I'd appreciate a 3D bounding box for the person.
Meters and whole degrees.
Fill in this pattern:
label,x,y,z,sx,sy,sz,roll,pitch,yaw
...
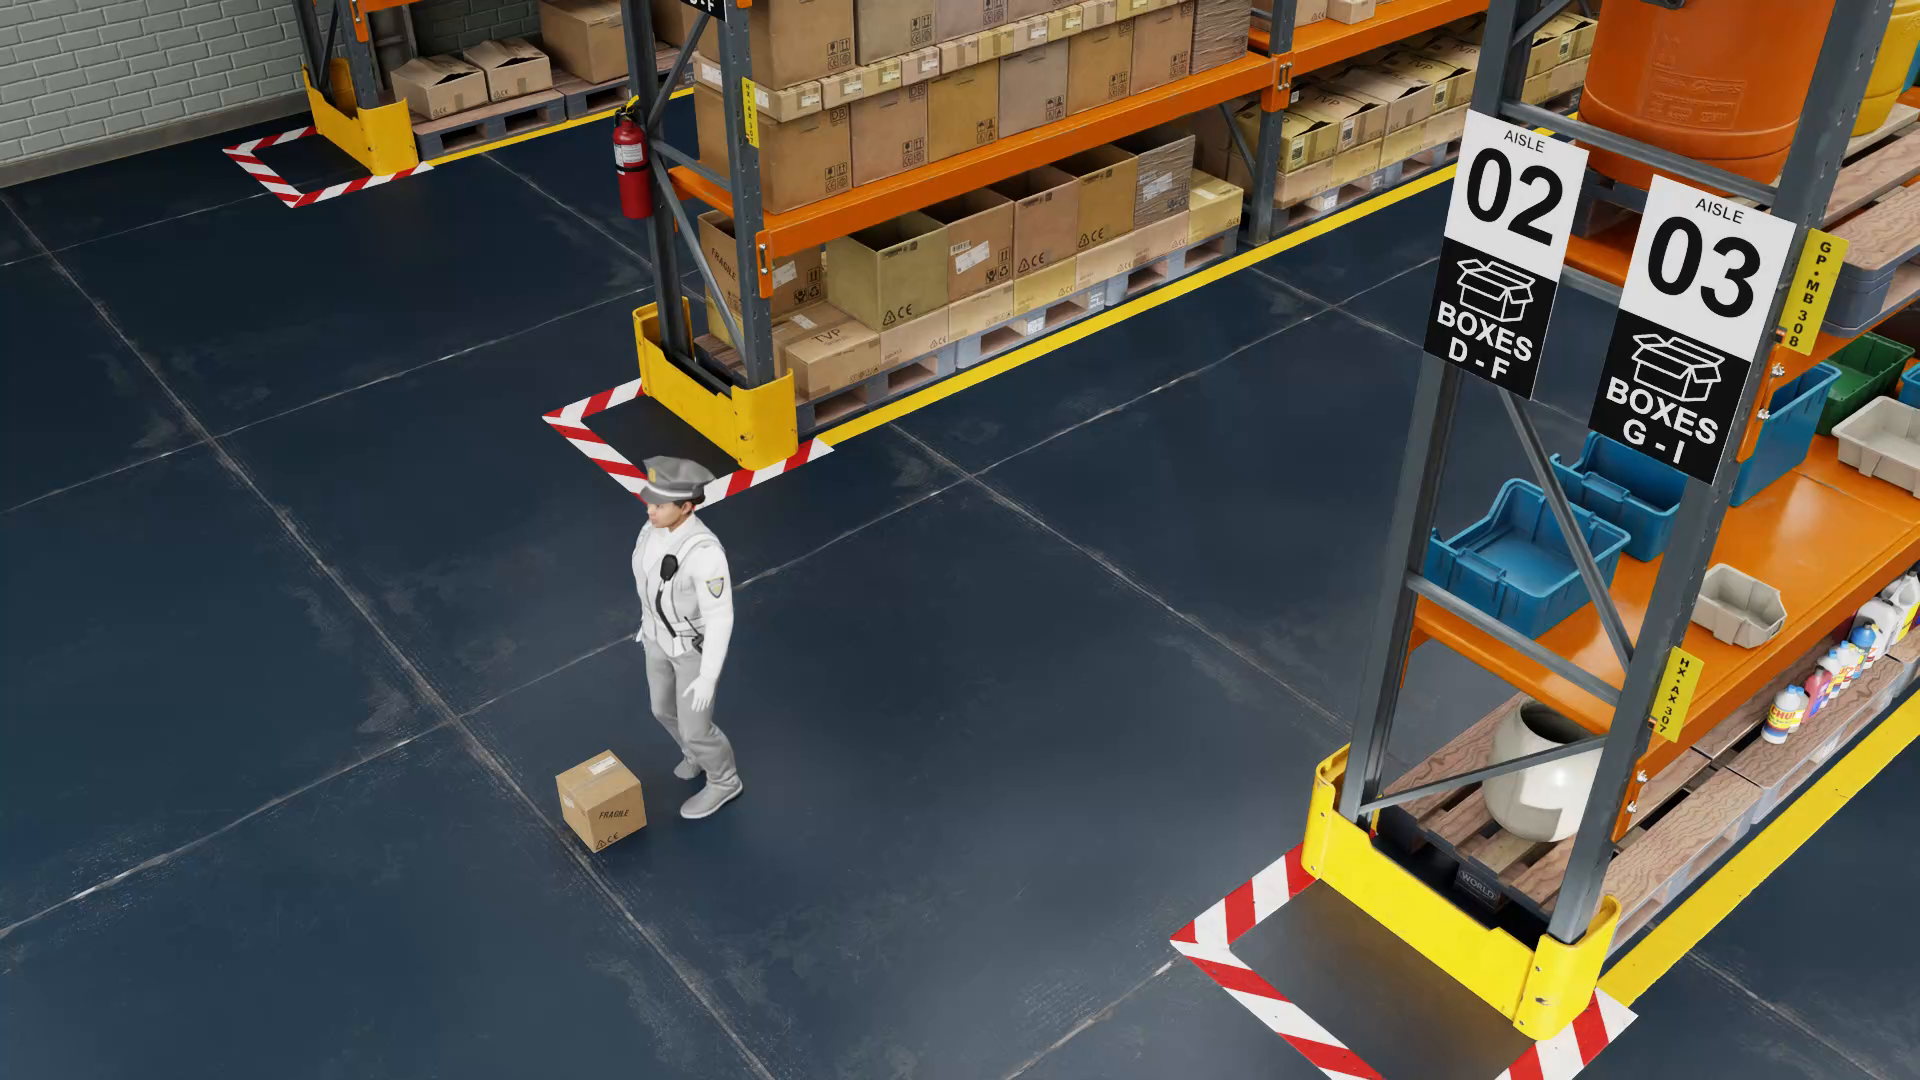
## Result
label,x,y,z,sx,sy,sz,roll,pitch,yaw
person,-1.063,0.433,6.546,0.347,1.759,0.568,-27,44,-32
